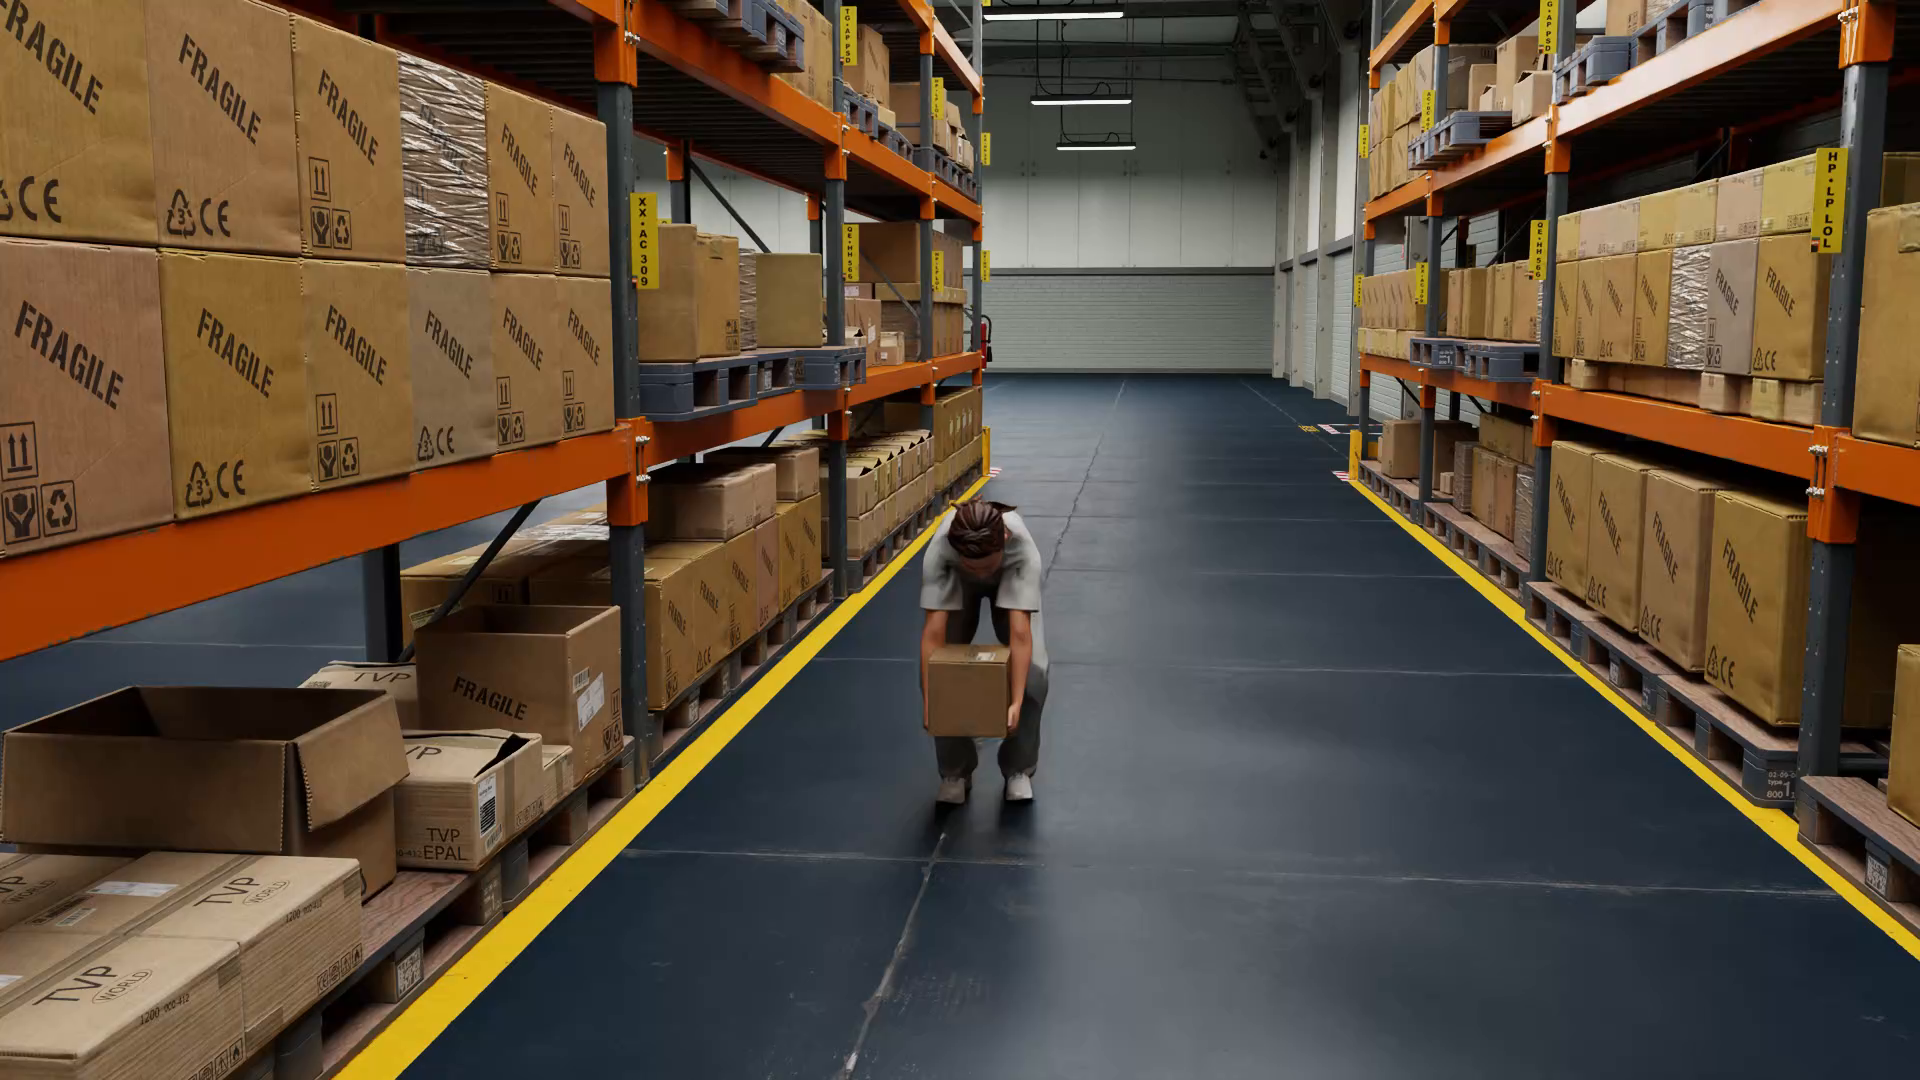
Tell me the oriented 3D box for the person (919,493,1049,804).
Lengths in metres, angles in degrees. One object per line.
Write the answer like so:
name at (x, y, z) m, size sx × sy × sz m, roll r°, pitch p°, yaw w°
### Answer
person at (0.079, 0.379, 5.660) m, size 0.447 × 1.096 × 0.858 m, roll 0°, pitch 8°, yaw 4°
